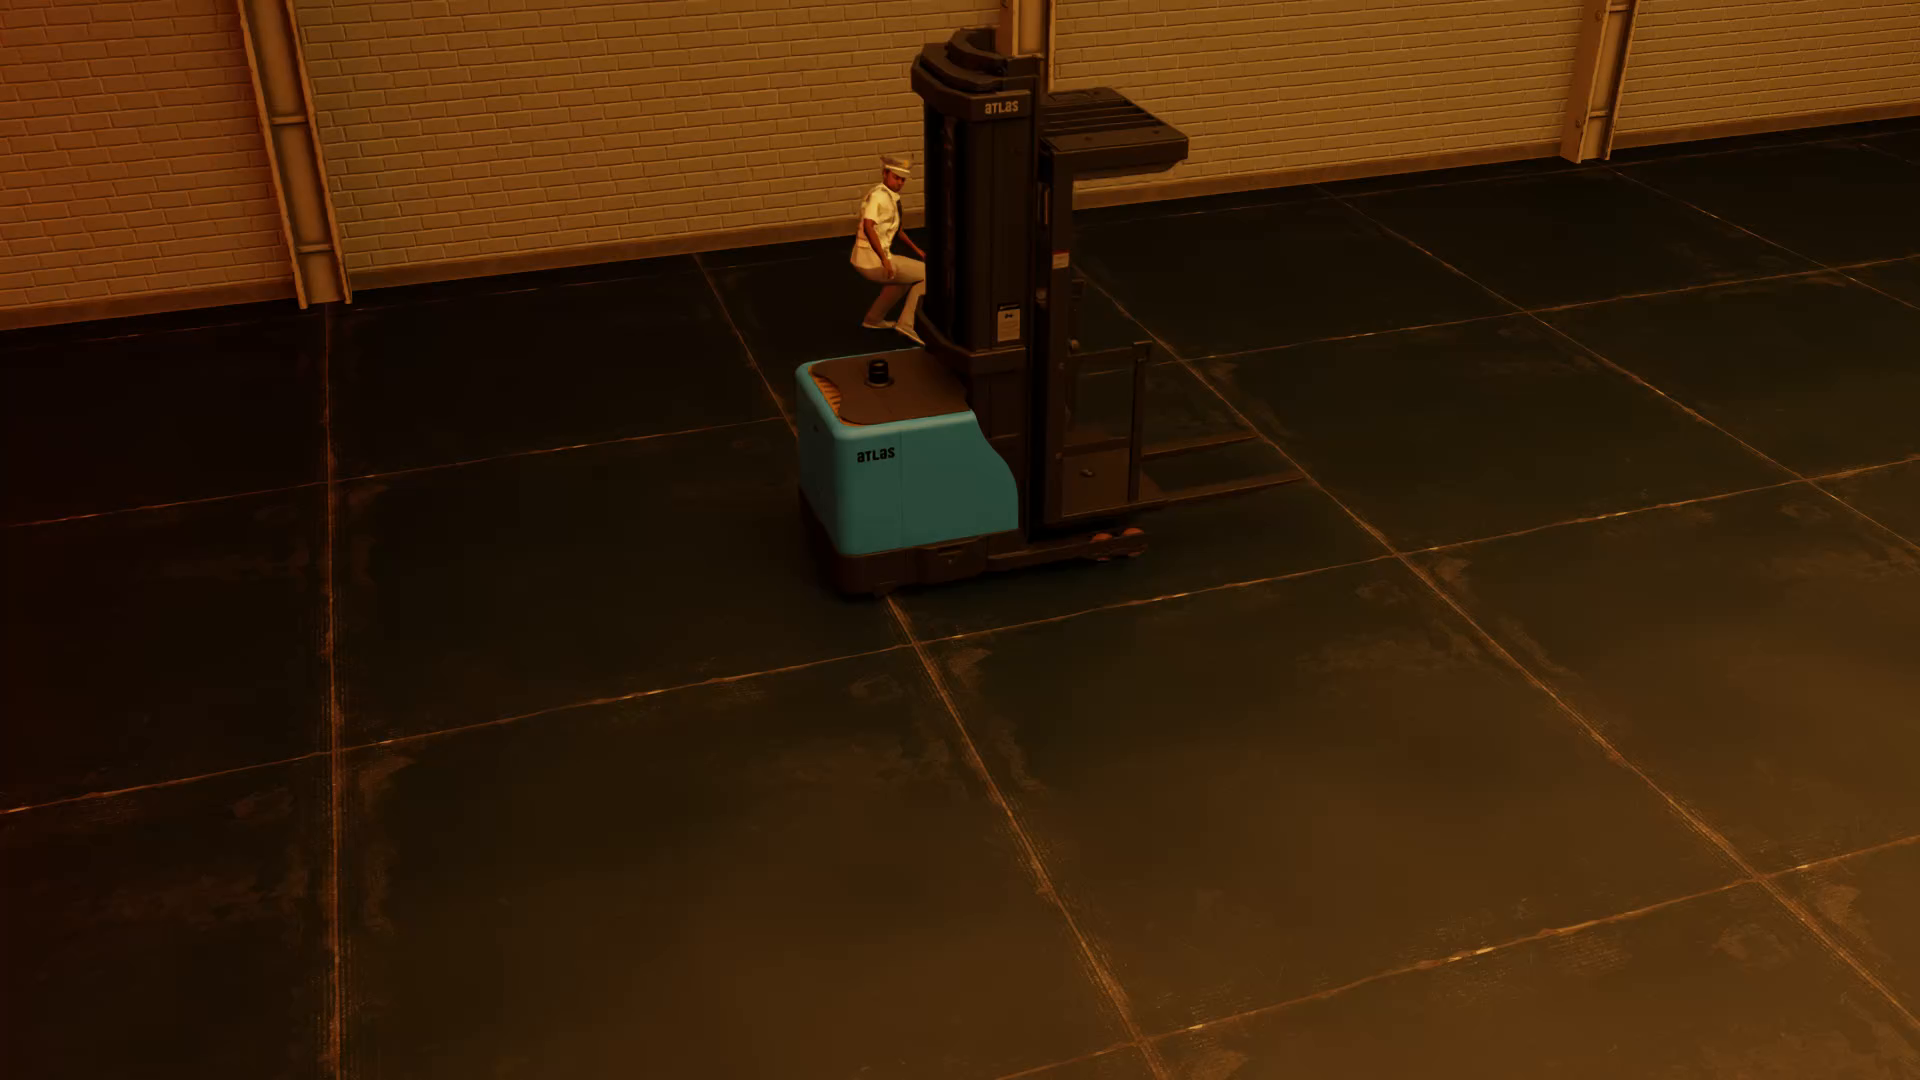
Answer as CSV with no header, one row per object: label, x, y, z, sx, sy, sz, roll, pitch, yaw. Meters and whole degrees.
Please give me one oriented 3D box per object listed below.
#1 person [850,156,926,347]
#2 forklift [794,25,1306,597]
person,-0.495,-2.118,12.317,0.643,1.456,0.742,-6,30,-10
forklift,0.598,-1.382,9.489,3.031,2.935,1.130,-10,31,-16
